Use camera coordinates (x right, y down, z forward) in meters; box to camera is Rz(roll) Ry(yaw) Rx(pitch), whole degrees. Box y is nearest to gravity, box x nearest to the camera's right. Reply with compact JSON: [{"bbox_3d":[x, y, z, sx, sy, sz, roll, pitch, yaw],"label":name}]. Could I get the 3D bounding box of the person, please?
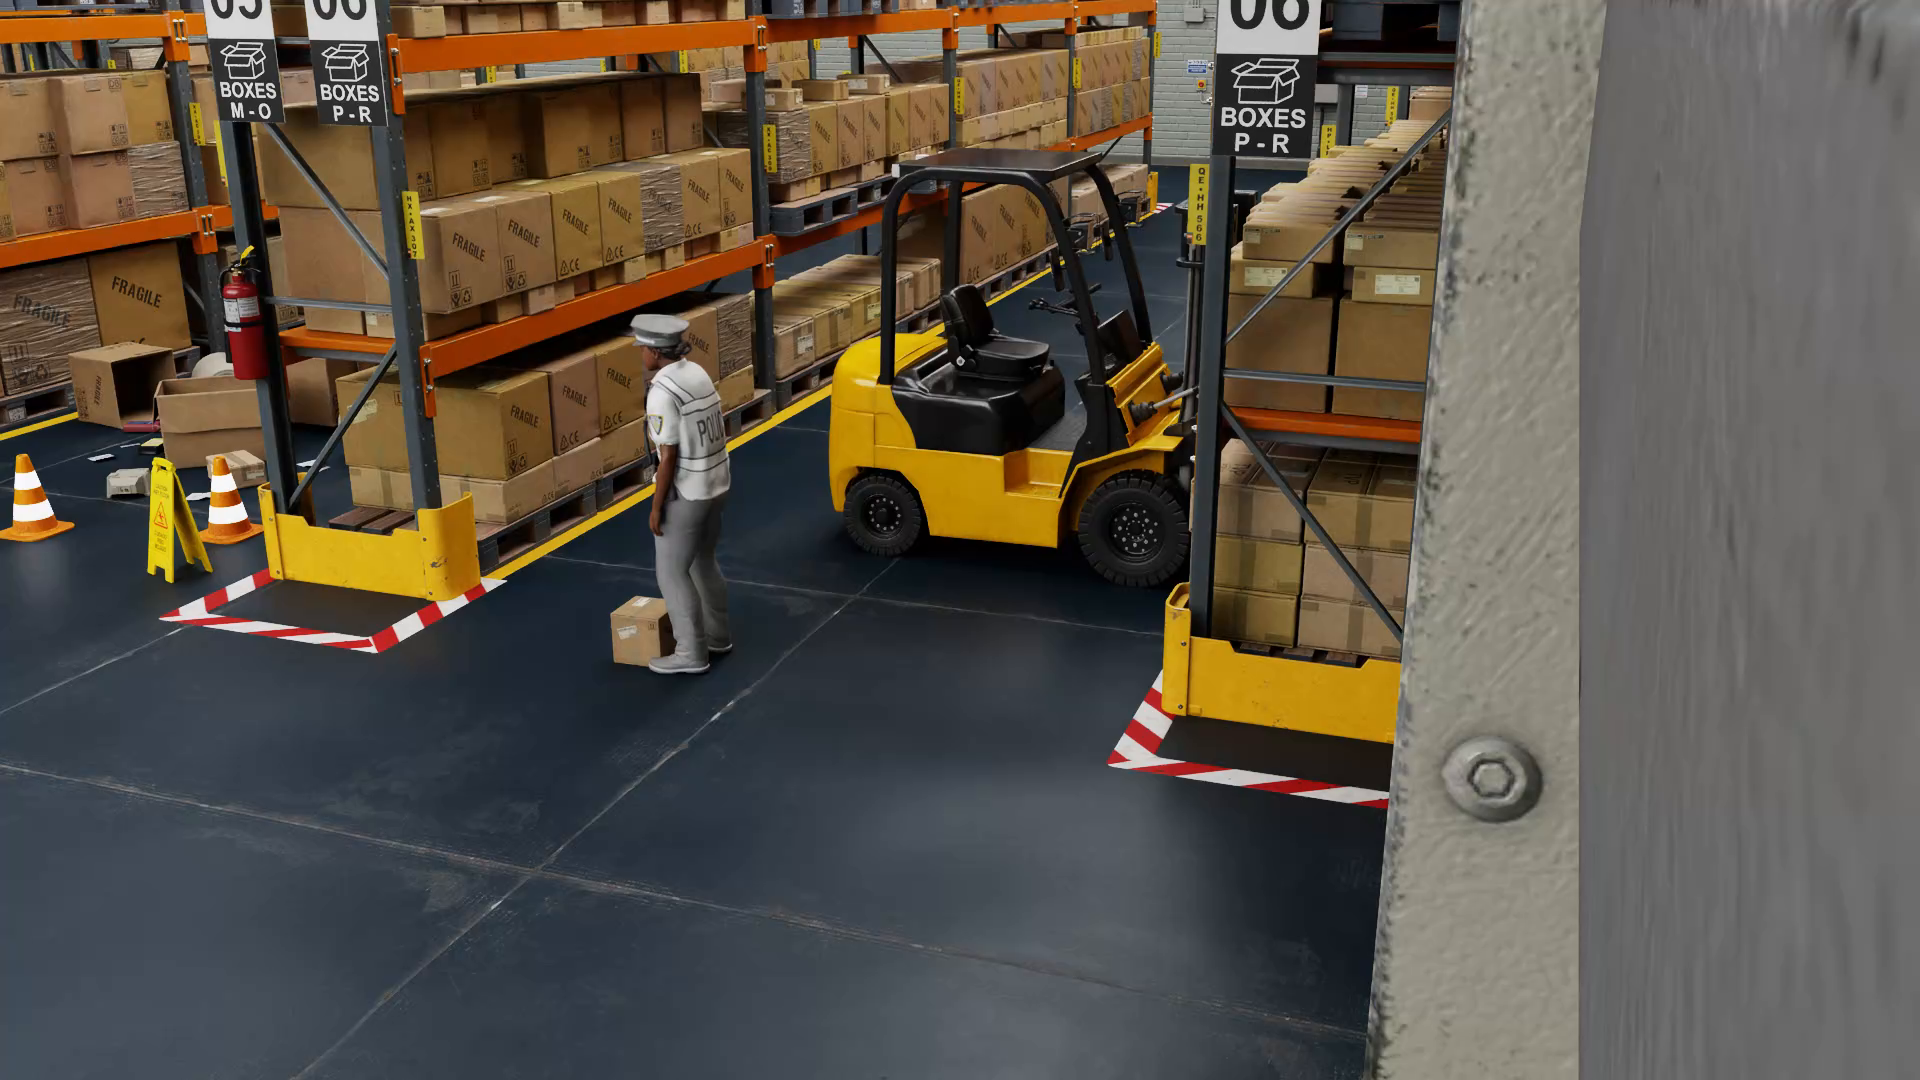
[{"bbox_3d":[-1.264,-0.208,7.646,0.395,1.659,0.508,6,20,18],"label":"person"}]
